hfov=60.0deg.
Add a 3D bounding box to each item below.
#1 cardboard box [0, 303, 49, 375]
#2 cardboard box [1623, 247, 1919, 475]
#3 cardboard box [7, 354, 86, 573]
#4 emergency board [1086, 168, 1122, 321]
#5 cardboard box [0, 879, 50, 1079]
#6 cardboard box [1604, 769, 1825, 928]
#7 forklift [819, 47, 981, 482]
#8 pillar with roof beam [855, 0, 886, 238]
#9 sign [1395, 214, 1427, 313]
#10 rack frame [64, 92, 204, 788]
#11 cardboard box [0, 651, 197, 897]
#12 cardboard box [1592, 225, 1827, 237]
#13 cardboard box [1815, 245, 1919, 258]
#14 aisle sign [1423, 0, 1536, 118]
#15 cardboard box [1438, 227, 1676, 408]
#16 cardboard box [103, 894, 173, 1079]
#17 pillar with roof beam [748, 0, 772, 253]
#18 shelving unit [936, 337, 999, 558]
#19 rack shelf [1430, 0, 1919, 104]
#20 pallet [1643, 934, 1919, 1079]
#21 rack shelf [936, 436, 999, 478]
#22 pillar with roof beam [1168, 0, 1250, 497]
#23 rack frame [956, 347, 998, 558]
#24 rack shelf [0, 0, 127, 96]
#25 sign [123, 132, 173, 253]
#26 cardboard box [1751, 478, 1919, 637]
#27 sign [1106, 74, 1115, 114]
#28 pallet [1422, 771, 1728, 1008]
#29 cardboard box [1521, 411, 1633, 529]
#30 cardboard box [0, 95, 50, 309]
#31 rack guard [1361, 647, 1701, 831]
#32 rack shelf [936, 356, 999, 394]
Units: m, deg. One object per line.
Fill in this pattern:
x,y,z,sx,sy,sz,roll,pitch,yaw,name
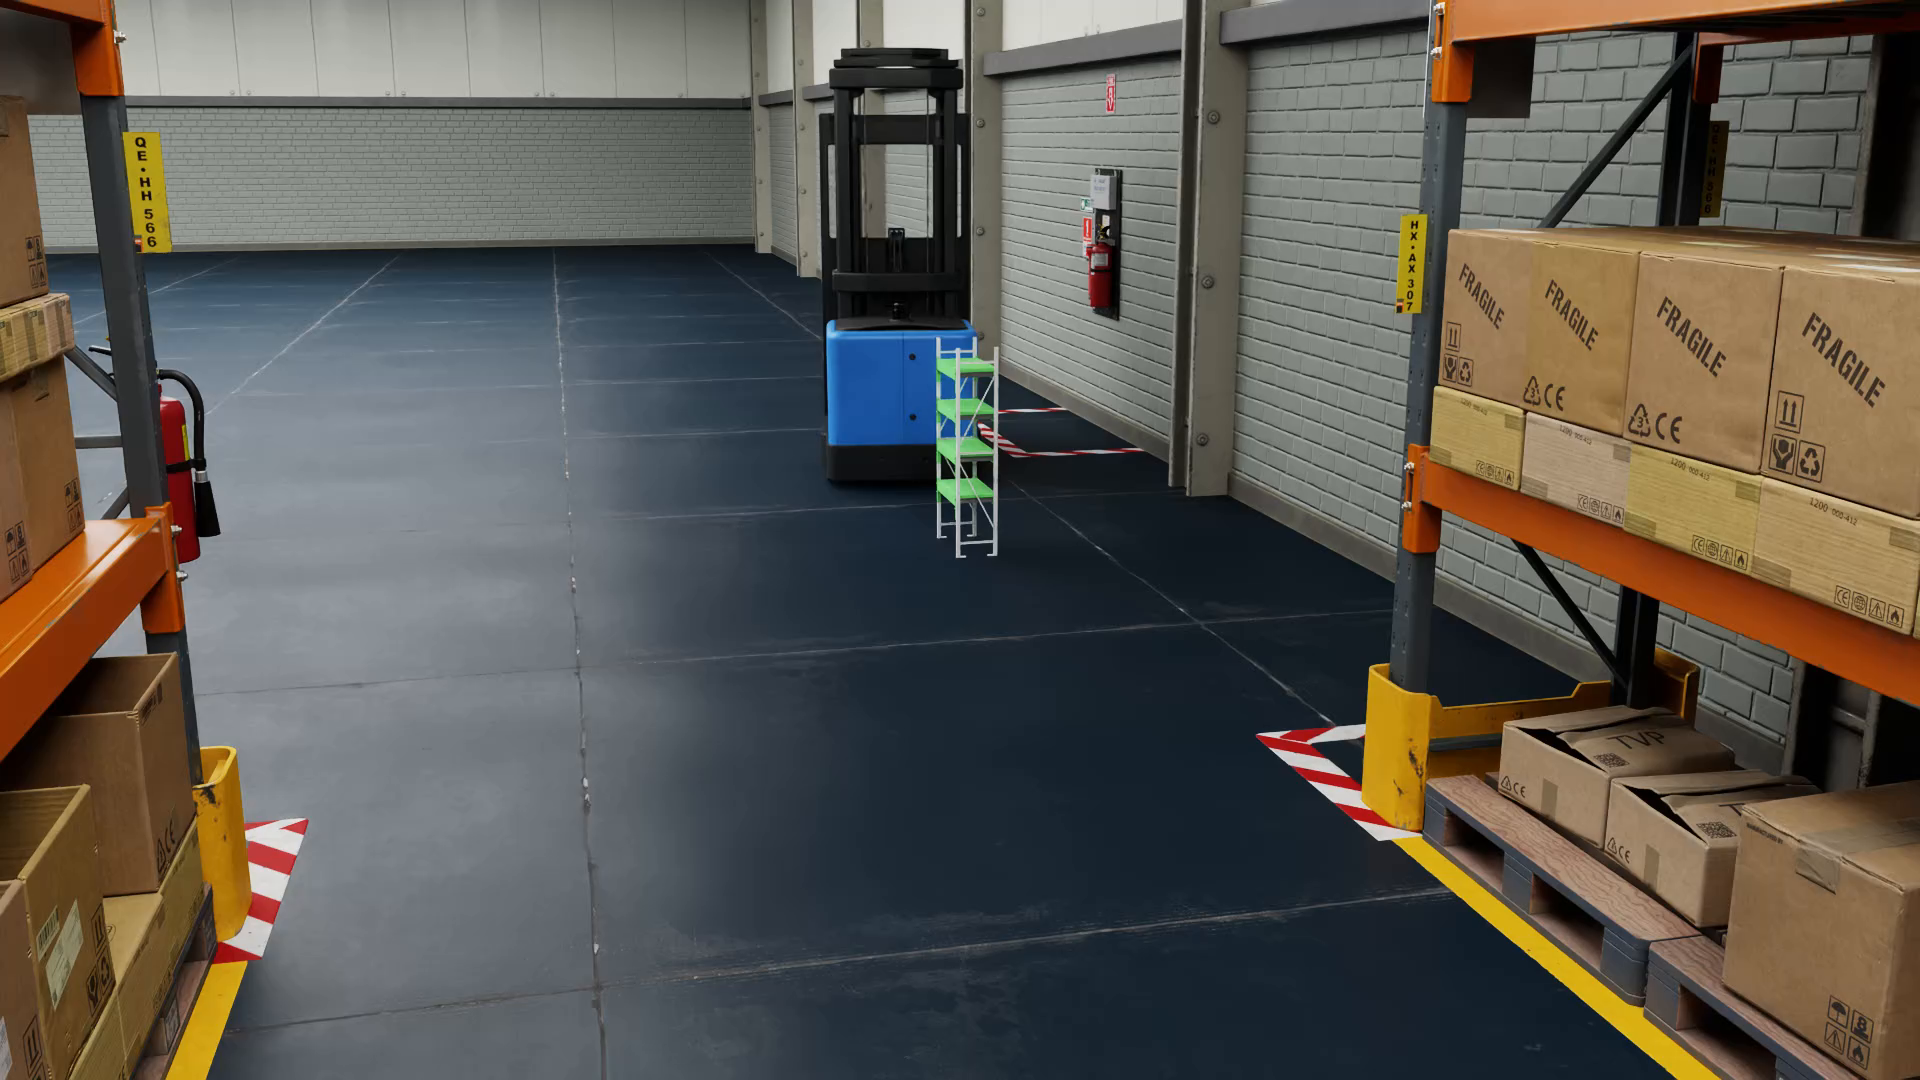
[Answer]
-2.439,-0.480,3.993,0.380,0.149,0.250,-3,14,-12,cardboard box
2.079,-0.471,4.228,0.500,0.500,0.500,-4,14,-15,cardboard box
-2.679,-0.194,4.190,0.700,0.500,0.500,-3,14,-13,cardboard box
1.091,-2.374,13.324,0.194,1.169,0.643,-3,14,-13,emergency board
-1.996,0.966,2.982,0.500,0.500,0.500,-3,14,-13,cardboard box
2.247,0.858,4.834,0.500,0.311,0.500,-2,14,-9,cardboard box
-0.493,-2.121,12.435,1.130,2.935,3.031,-1,14,-4,forklift
-5.369,-7.244,20.618,9.100,9.000,0.400,-3,14,-13,pillar with roof beam
1.510,-0.921,5.553,0.100,0.325,0.005,-3,14,-13,sign
-2.777,-0.254,4.646,1.000,3.000,0.127,-3,14,-13,rack frame
-2.361,0.621,4.395,0.500,0.500,0.500,-3,14,-13,cardboard box
2.355,-0.735,5.309,0.500,0.500,0.500,-3,14,-14,cardboard box
2.589,-0.499,4.345,0.500,0.500,0.500,-4,14,-15,cardboard box
1.729,-1.794,5.471,0.394,0.787,0.004,-3,14,-13,aisle sign
1.858,-0.705,5.187,0.500,0.500,0.500,-3,14,-13,cardboard box
-2.234,1.100,4.014,0.500,0.250,0.500,-3,14,-13,cardboard box
-8.187,-10.013,31.950,9.100,9.000,0.400,-3,14,-13,pillar with roof beam
0.039,-0.545,9.628,0.258,1.200,0.503,-3,14,-13,shelving unit
2.507,-1.177,3.620,1.077,0.370,4.000,-3,14,-13,rack shelf
2.495,1.312,4.114,1.003,0.211,1.213,-3,14,-13,pallet
0.039,-0.483,9.644,0.258,0.148,0.480,-3,14,-13,rack shelf
-2.551,-4.476,9.287,9.100,9.000,0.400,-3,14,-13,pillar with roof beam
0.096,-0.488,9.398,0.240,1.200,0.015,-3,14,-13,rack frame
-2.307,-0.900,2.487,1.077,0.370,4.000,-3,14,-13,rack shelf
-2.246,-0.958,4.591,0.100,0.325,0.005,-3,14,-13,sign
2.210,0.016,3.814,0.500,0.250,0.500,-3,14,-13,cardboard box
1.186,-3.507,13.079,0.001,0.298,0.199,-3,14,-13,sign
2.212,1.031,5.264,1.003,0.211,1.213,-3,14,-13,pallet
1.980,-0.218,4.775,0.500,0.250,0.500,-4,14,-15,cardboard box
-2.667,-0.812,3.986,0.700,0.500,0.500,-3,14,-13,cardboard box
2.056,0.701,6.004,1.175,0.500,0.348,-3,14,-13,rack guard
0.039,-0.949,9.530,0.258,0.148,0.480,-3,14,-13,rack shelf
